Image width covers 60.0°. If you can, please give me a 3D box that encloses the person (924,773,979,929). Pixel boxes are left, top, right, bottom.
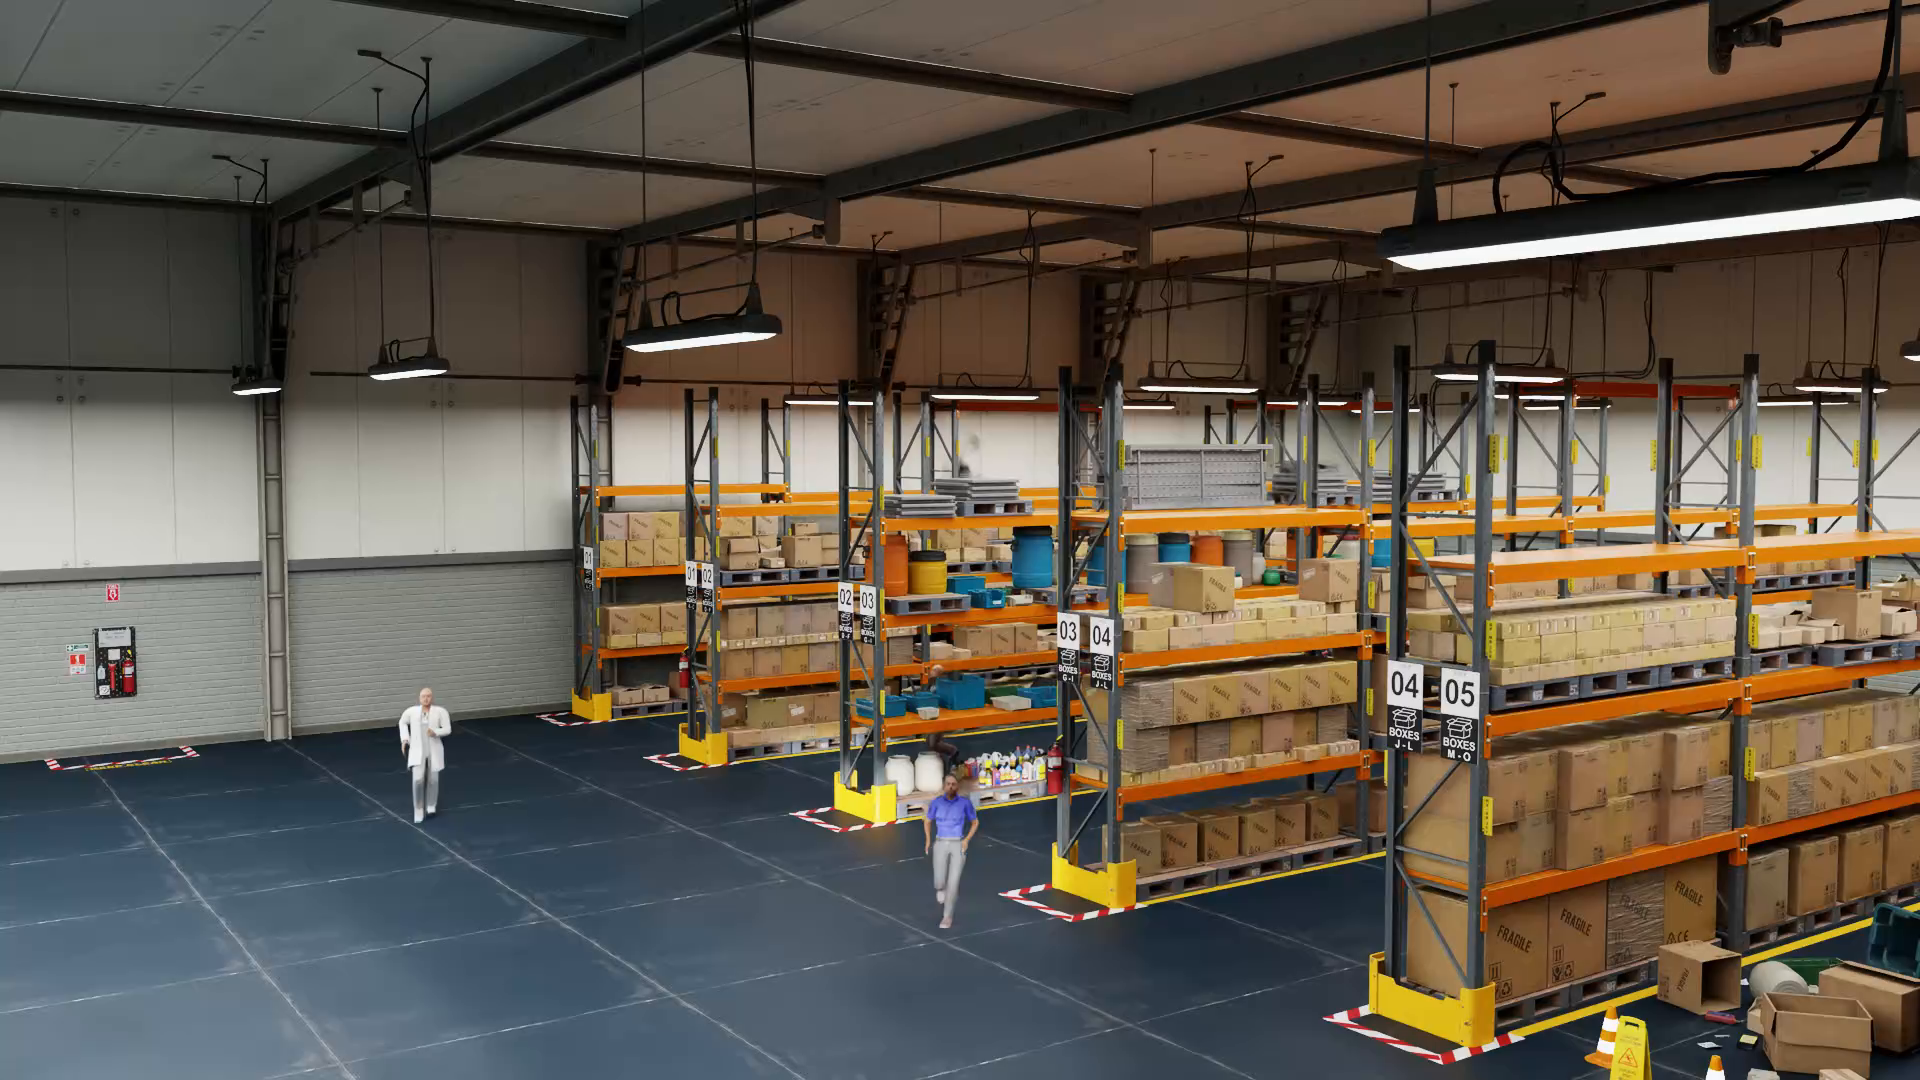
[{"bbox_3d":[-0.093,3.299,17.829,0.590,1.616,0.623,0,3,5],"label":"person"}]

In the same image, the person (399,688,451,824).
[{"bbox_3d":[-7.257,2.923,22.593,0.671,1.823,0.798,-1,4,-19],"label":"person"}]

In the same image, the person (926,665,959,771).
[{"bbox_3d":[-0.321,2.776,25.808,0.599,1.680,0.692,-3,4,-37],"label":"person"}]
